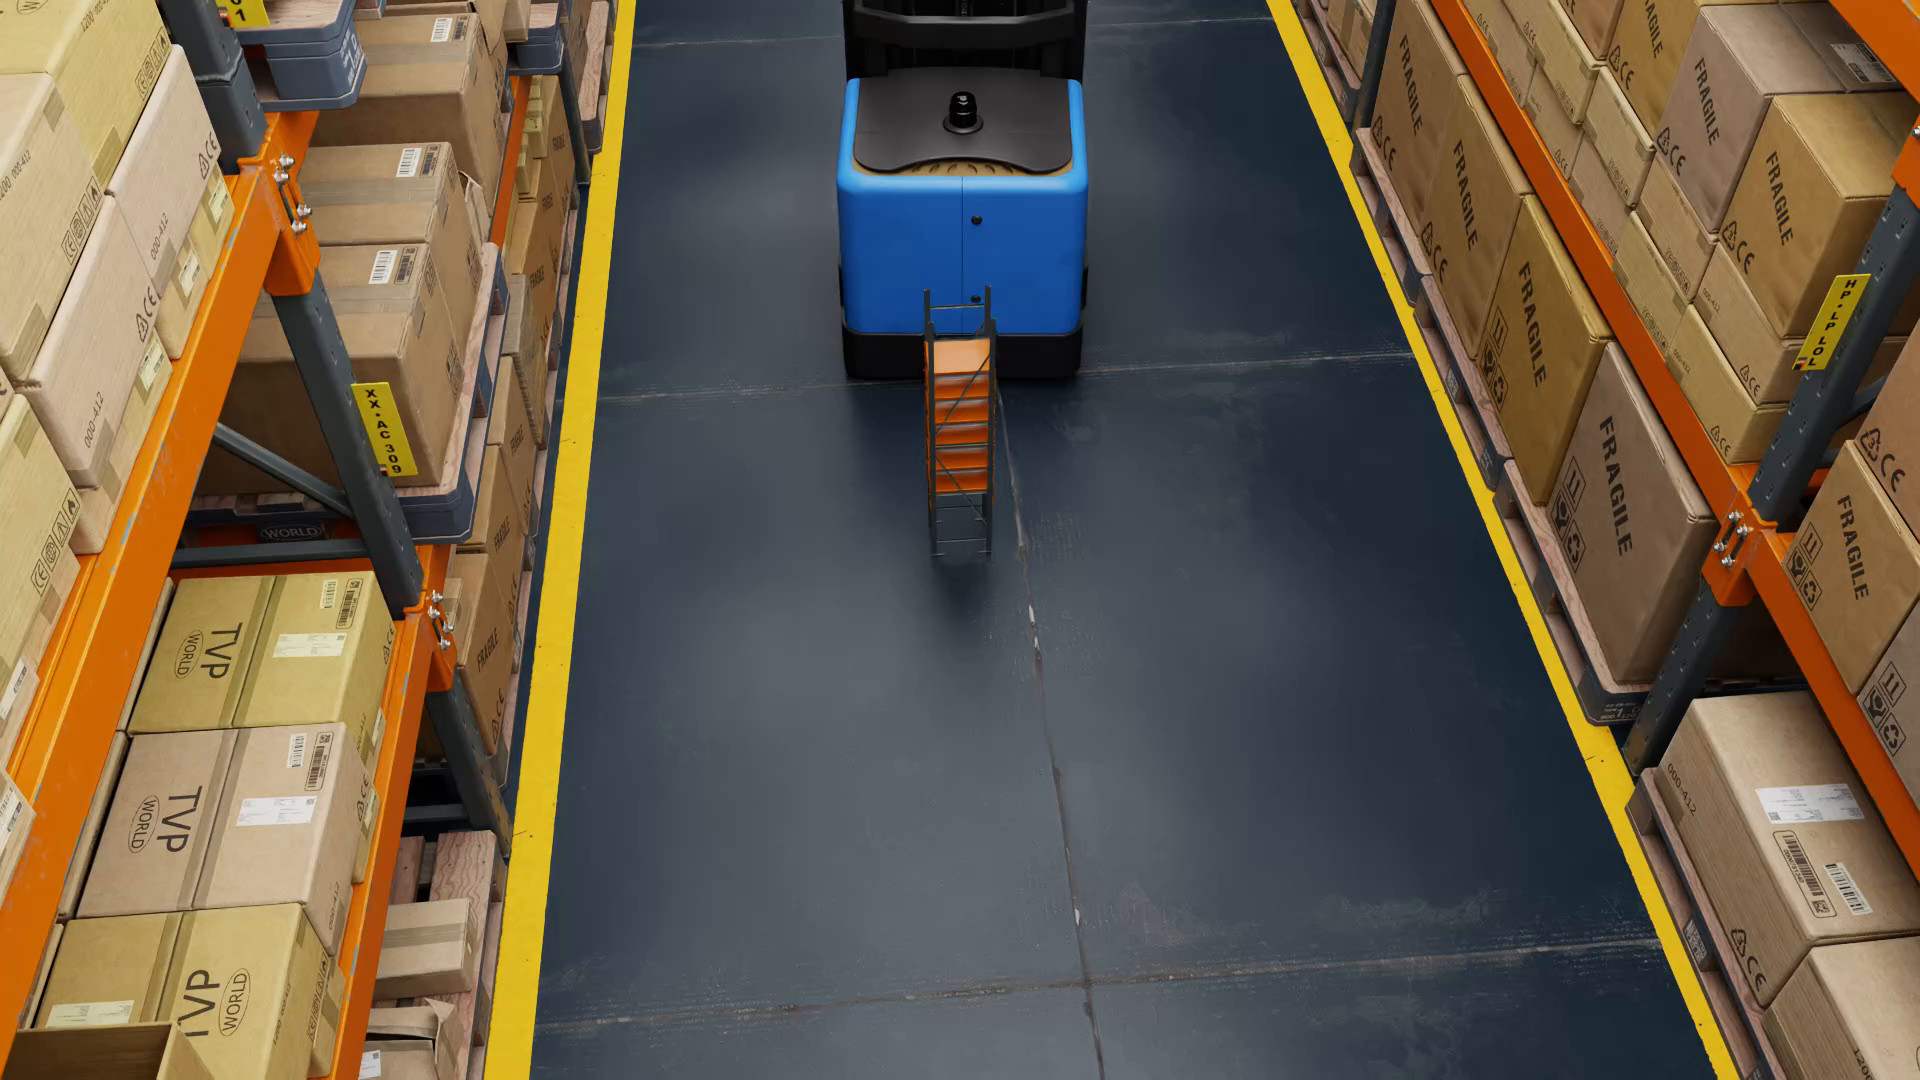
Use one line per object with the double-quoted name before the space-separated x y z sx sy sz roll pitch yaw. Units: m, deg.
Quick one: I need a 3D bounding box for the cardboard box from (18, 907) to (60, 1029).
"cardboard box" -2.190 0.835 3.275 0.500 0.500 0.500 -5 47 -4

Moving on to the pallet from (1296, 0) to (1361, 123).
"pallet" 2.497 -2.755 9.214 1.003 0.211 1.213 -3 47 -3

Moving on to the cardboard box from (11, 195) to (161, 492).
"cardboard box" -1.706 -0.323 2.822 0.500 0.250 0.500 -5 47 -5

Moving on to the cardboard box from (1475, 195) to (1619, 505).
"cardboard box" 2.681 -0.765 6.583 0.875 0.875 0.875 -2 47 -2

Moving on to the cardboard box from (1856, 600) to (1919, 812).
"cardboard box" 2.713 0.431 4.207 0.500 0.500 0.500 -3 47 -3

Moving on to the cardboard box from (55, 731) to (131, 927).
"cardboard box" -2.228 0.737 3.885 0.500 0.250 0.500 -4 47 -4

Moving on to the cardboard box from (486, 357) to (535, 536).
"cardboard box" -1.958 -0.344 6.443 0.500 0.500 0.500 -5 47 -4

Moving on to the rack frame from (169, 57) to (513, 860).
"rack frame" -2.050 0.050 4.637 1.000 3.000 0.127 -3 47 -3

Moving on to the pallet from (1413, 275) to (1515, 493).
"pallet" 2.651 -0.734 7.300 1.003 0.211 1.213 -3 47 -3

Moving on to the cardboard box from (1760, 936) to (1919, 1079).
"cardboard box" 2.917 1.591 4.653 0.875 0.438 0.875 -5 47 -4

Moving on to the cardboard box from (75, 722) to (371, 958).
"cardboard box" -1.707 0.715 3.906 0.500 0.250 0.500 -3 47 -3

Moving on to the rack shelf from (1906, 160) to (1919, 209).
"rack shelf" 3.064 0.409 2.726 1.077 0.370 4.000 -3 47 -3

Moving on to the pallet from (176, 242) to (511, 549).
"pallet" -2.008 -0.469 5.260 1.003 0.211 1.213 -3 47 -3

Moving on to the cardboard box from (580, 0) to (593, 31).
"cardboard box" -2.486 -3.096 8.963 0.875 0.625 0.625 -2 47 -2

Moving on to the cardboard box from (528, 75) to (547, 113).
"cardboard box" -2.091 -2.010 7.573 0.380 0.149 0.250 -6 47 -5

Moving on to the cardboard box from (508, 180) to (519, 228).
"cardboard box" -2.082 -1.427 7.021 0.380 0.149 0.250 -2 47 -2

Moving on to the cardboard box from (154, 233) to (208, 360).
"cardboard box" -1.708 -0.475 3.241 0.380 0.149 0.250 -4 47 -3

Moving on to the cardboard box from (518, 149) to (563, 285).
"cardboard box" -2.104 -1.473 7.512 0.500 0.500 0.500 -4 47 -4

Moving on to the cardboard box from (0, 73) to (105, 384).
"cardboard box" -1.716 -0.487 2.633 0.500 0.250 0.500 -4 47 -4

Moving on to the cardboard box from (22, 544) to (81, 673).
"cardboard box" -1.685 0.093 2.703 0.380 0.149 0.250 -2 47 -2

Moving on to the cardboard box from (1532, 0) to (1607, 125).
"cardboard box" 2.459 -1.784 6.132 0.500 0.250 0.500 -3 47 -3

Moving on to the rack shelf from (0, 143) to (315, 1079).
"rack shelf" -1.882 0.713 2.438 1.077 0.370 4.000 -3 47 -3

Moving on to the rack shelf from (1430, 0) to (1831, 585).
"rack shelf" 2.729 -1.454 6.556 1.077 0.370 4.000 -3 47 -3

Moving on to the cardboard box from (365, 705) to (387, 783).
"cardboard box" -1.728 0.539 4.347 0.380 0.149 0.250 -2 47 -2

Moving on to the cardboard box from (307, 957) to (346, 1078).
"cardboard box" -1.638 1.100 3.815 0.380 0.149 0.250 -4 47 -4

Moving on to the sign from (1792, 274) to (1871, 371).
"sign" 2.356 -0.585 4.495 0.100 0.325 0.005 -3 47 -3

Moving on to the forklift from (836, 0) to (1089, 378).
"forklift" 0.024 -2.773 7.358 1.130 2.935 3.031 0 47 0

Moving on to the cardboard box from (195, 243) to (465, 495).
"cardboard box" -1.867 -0.492 4.792 0.700 0.500 0.500 -2 47 -2

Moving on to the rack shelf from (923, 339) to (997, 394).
"rack shelf" -0.001 -0.640 6.095 0.258 0.103 0.180 -3 47 -3

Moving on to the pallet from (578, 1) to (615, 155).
"pallet" -2.415 -2.483 8.956 1.003 0.211 1.213 -3 47 -3

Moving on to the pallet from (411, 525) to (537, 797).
"pallet" -2.156 0.423 6.204 1.003 0.211 1.213 -3 47 -3

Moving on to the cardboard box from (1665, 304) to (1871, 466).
"cardboard box" 2.607 -0.512 5.272 0.500 0.250 0.500 -4 47 -4

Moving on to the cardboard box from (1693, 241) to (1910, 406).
"cardboard box" 2.617 -0.679 5.086 0.500 0.250 0.500 -4 47 -3

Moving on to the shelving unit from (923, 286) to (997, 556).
"shelving unit" -0.001 -0.423 6.324 0.258 1.200 0.189 -3 47 -3

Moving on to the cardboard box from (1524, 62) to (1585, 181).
"cardboard box" 2.495 -1.620 6.322 0.500 0.250 0.500 -3 47 -3

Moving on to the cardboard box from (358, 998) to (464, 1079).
"cardboard box" -1.681 1.489 4.867 0.396 0.266 0.258 -2 47 -2

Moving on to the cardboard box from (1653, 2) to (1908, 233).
"cardboard box" 2.558 -1.314 5.171 0.500 0.500 0.500 -3 47 -3

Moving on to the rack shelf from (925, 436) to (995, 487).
"rack shelf" -0.001 -0.310 6.444 0.258 0.103 0.180 -3 47 -3

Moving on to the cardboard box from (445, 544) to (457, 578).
"cardboard box" -1.915 0.071 5.603 0.380 0.149 0.250 -5 47 -4

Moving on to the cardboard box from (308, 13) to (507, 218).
"cardboard box" -1.976 -1.435 5.685 0.700 0.500 0.500 -4 47 -3

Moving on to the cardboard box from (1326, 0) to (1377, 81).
"cardboard box" 2.524 -2.798 8.855 0.950 0.372 0.625 -6 47 -6

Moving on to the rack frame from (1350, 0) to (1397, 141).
"rack frame" 2.561 -3.148 7.666 1.000 3.000 0.127 -3 47 -3
